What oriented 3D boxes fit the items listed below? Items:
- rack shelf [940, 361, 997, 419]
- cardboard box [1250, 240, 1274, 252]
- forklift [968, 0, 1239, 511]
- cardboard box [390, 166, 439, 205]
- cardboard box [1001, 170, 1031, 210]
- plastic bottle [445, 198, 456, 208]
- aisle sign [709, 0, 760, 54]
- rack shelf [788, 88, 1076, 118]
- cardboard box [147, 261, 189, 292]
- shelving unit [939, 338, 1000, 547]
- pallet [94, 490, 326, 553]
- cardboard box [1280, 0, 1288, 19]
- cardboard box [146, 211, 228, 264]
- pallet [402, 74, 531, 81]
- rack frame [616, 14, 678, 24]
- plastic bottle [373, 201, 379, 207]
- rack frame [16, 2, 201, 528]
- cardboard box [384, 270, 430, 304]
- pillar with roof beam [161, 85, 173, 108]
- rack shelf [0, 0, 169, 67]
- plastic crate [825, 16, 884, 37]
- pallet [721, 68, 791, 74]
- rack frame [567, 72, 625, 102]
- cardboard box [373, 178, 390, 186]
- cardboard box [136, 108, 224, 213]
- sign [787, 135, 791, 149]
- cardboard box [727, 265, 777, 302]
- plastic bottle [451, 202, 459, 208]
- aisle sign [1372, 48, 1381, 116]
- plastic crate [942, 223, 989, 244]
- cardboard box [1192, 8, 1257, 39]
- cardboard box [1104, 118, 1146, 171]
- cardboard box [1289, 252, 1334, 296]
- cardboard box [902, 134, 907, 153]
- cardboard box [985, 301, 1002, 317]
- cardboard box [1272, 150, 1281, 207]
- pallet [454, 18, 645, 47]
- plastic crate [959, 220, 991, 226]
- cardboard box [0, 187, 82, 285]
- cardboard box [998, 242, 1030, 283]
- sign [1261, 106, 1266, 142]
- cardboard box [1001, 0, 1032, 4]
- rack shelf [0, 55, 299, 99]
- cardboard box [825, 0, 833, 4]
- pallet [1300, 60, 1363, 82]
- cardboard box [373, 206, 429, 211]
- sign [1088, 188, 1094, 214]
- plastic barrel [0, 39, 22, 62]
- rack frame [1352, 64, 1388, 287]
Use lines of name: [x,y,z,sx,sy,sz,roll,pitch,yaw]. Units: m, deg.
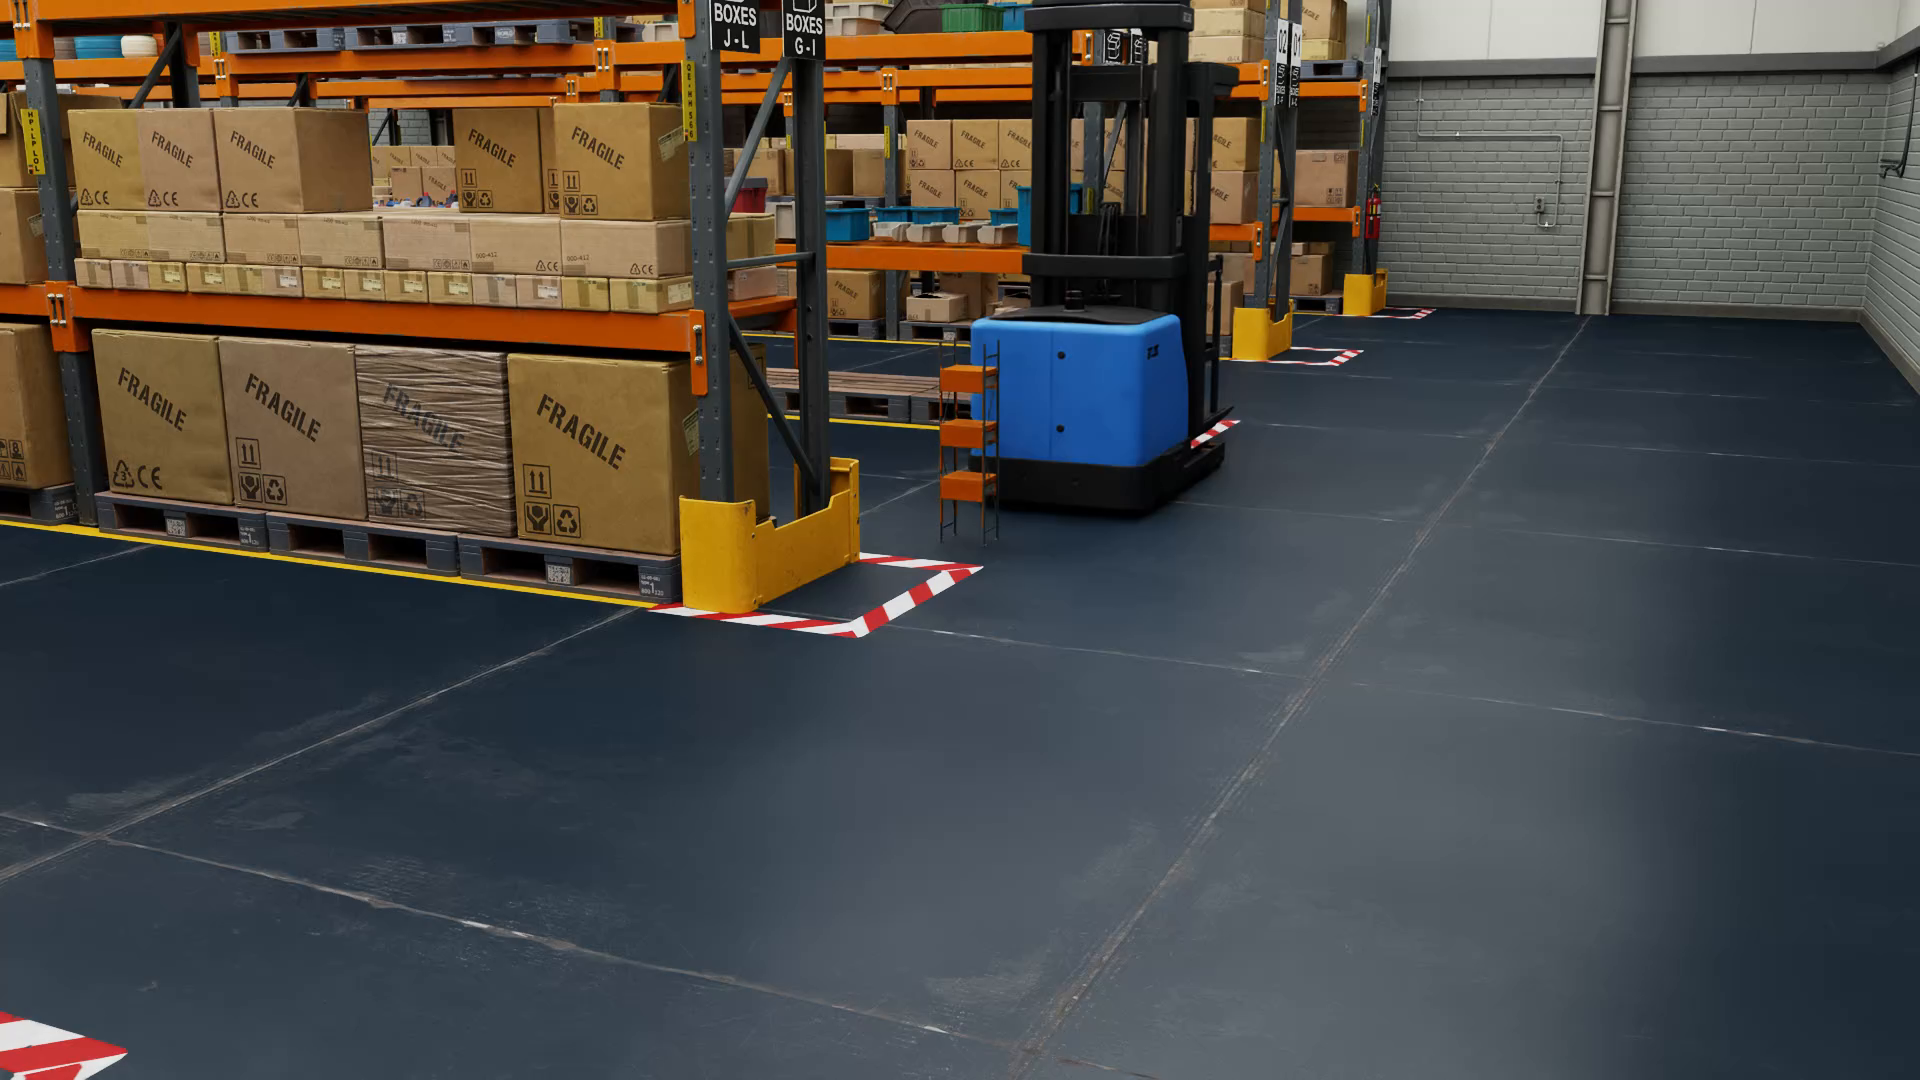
rack shelf: [0.049,-0.772,8.551,0.240,0.259,0.215,6,14,23]
cardboard box: [3.944,-3.818,21.592,0.250,0.149,0.380,6,14,24]
forklift: [1.069,-1.881,10.354,1.130,2.935,3.031,5,14,22]
cardboard box: [-6.676,-4.371,20.600,0.500,0.500,0.500,7,15,27]
cardboard box: [0.743,-3.557,17.128,0.500,0.500,0.500,6,14,23]
plastic bottle: [-4.507,-2.884,14.733,0.133,0.283,0.061,6,14,23]
aisle sign: [-0.953,-2.463,6.995,0.004,0.787,0.394,6,14,23]
rack shelf: [-0.364,-6.036,22.921,4.000,0.370,1.077,6,14,23]
cardboard box: [-3.937,-1.369,8.574,0.250,0.149,0.380,6,15,25]
shelving unit: [0.049,-0.506,8.614,0.252,1.050,0.215,6,14,23]
pallet: [-3.891,-0.193,9.114,1.213,0.211,1.003,6,14,23]
cardboard box: [3.889,-6.436,20.597,0.500,0.500,0.500,6,15,25]
cardboard box: [-3.778,-1.564,8.529,0.500,0.250,0.500,6,14,23]
pallet: [-5.876,-5.591,19.864,1.213,0.211,1.003,7,15,26]
rack frame: [-2.548,-5.592,12.889,0.127,3.000,1.000,6,14,23]
plastic bottle: [-5.001,-2.769,14.273,0.097,0.271,0.097,0,13,0]
rack frame: [-4.554,-1.637,9.165,0.127,3.000,1.000,6,14,23]
cardboard box: [-2.528,-1.227,7.967,0.250,0.149,0.380,6,14,23]
pillar with roof beam: [-15.746,-8.544,25.467,0.400,9.000,9.100,6,14,23]
rack shelf: [-6.383,-2.932,9.693,4.000,0.370,1.077,6,14,23]
plastic crate: [-0.881,-3.773,12.278,0.530,0.136,0.437,6,14,23]
pallet: [-2.056,-5.245,18.386,1.003,0.211,1.213,6,14,23]
rack frame: [-4.196,-4.076,19.559,0.127,3.000,1.000,6,14,23]
cardboard box: [-9.190,-5.676,26.664,0.500,0.250,0.500,5,14,22]
cardboard box: [-3.773,-1.929,8.445,0.500,0.500,0.500,6,14,23]
sign: [-2.404,-5.522,23.360,0.005,0.325,0.100,6,14,23]
cardboard box: [-1.088,-1.246,8.050,0.250,0.149,0.380,6,14,24]
plastic bottle: [-4.170,-2.694,13.943,0.135,0.276,0.152,6,14,23]
aisle sign: [5.066,-5.567,20.223,0.004,0.787,0.394,6,14,23]
plastic crate: [0.031,-2.270,12.307,0.243,0.136,0.396,6,14,23]
cardboard box: [2.546,-4.961,15.997,0.500,0.250,0.500,6,14,23]
cardboard box: [1.662,-3.948,16.608,0.500,0.500,0.500,6,15,25]
cardboard box: [4.441,-3.402,21.240,0.500,0.500,0.700,6,14,23]
cardboard box: [-0.462,-5.442,22.827,0.500,0.250,0.500,5,14,22]
cardboard box: [0.464,-2.516,18.190,0.250,0.149,0.380,6,14,23]
cardboard box: [3.982,-4.627,21.250,0.700,0.700,0.980,6,14,23]
pallet: [-3.305,-4.092,13.475,1.003,0.211,1.213,6,14,23]
plastic crate: [0.137,-2.404,12.878,0.298,0.136,0.250,6,14,23]
cardboard box: [-5.093,-1.672,9.095,0.500,0.500,0.500,6,14,23]
cardboard box: [0.818,-3.932,22.731,0.750,0.750,0.750,6,14,24]
sign: [2.876,-3.939,15.750,0.005,0.325,0.100,6,14,23]
cardboard box: [0.781,-5.544,16.840,0.500,0.500,0.700,6,14,23]
rack shelf: [-8.034,-4.337,15.679,4.000,0.370,1.077,6,14,23]
cardboard box: [-1.590,-5.587,18.076,0.600,0.600,0.600,6,14,23]
pallet: [4.439,-5.854,20.766,1.213,0.211,1.003,6,14,23]
cardboard box: [-3.104,-1.628,8.805,0.500,0.250,0.500,6,15,24]
sign: [0.901,-2.264,11.482,0.005,0.325,0.100,6,14,23]
plastic barrel: [-9.310,-5.114,16.321,0.708,0.901,0.600,6,14,23]
rack frame: [5.122,-4.371,20.815,0.127,3.000,1.000,6,14,23]
